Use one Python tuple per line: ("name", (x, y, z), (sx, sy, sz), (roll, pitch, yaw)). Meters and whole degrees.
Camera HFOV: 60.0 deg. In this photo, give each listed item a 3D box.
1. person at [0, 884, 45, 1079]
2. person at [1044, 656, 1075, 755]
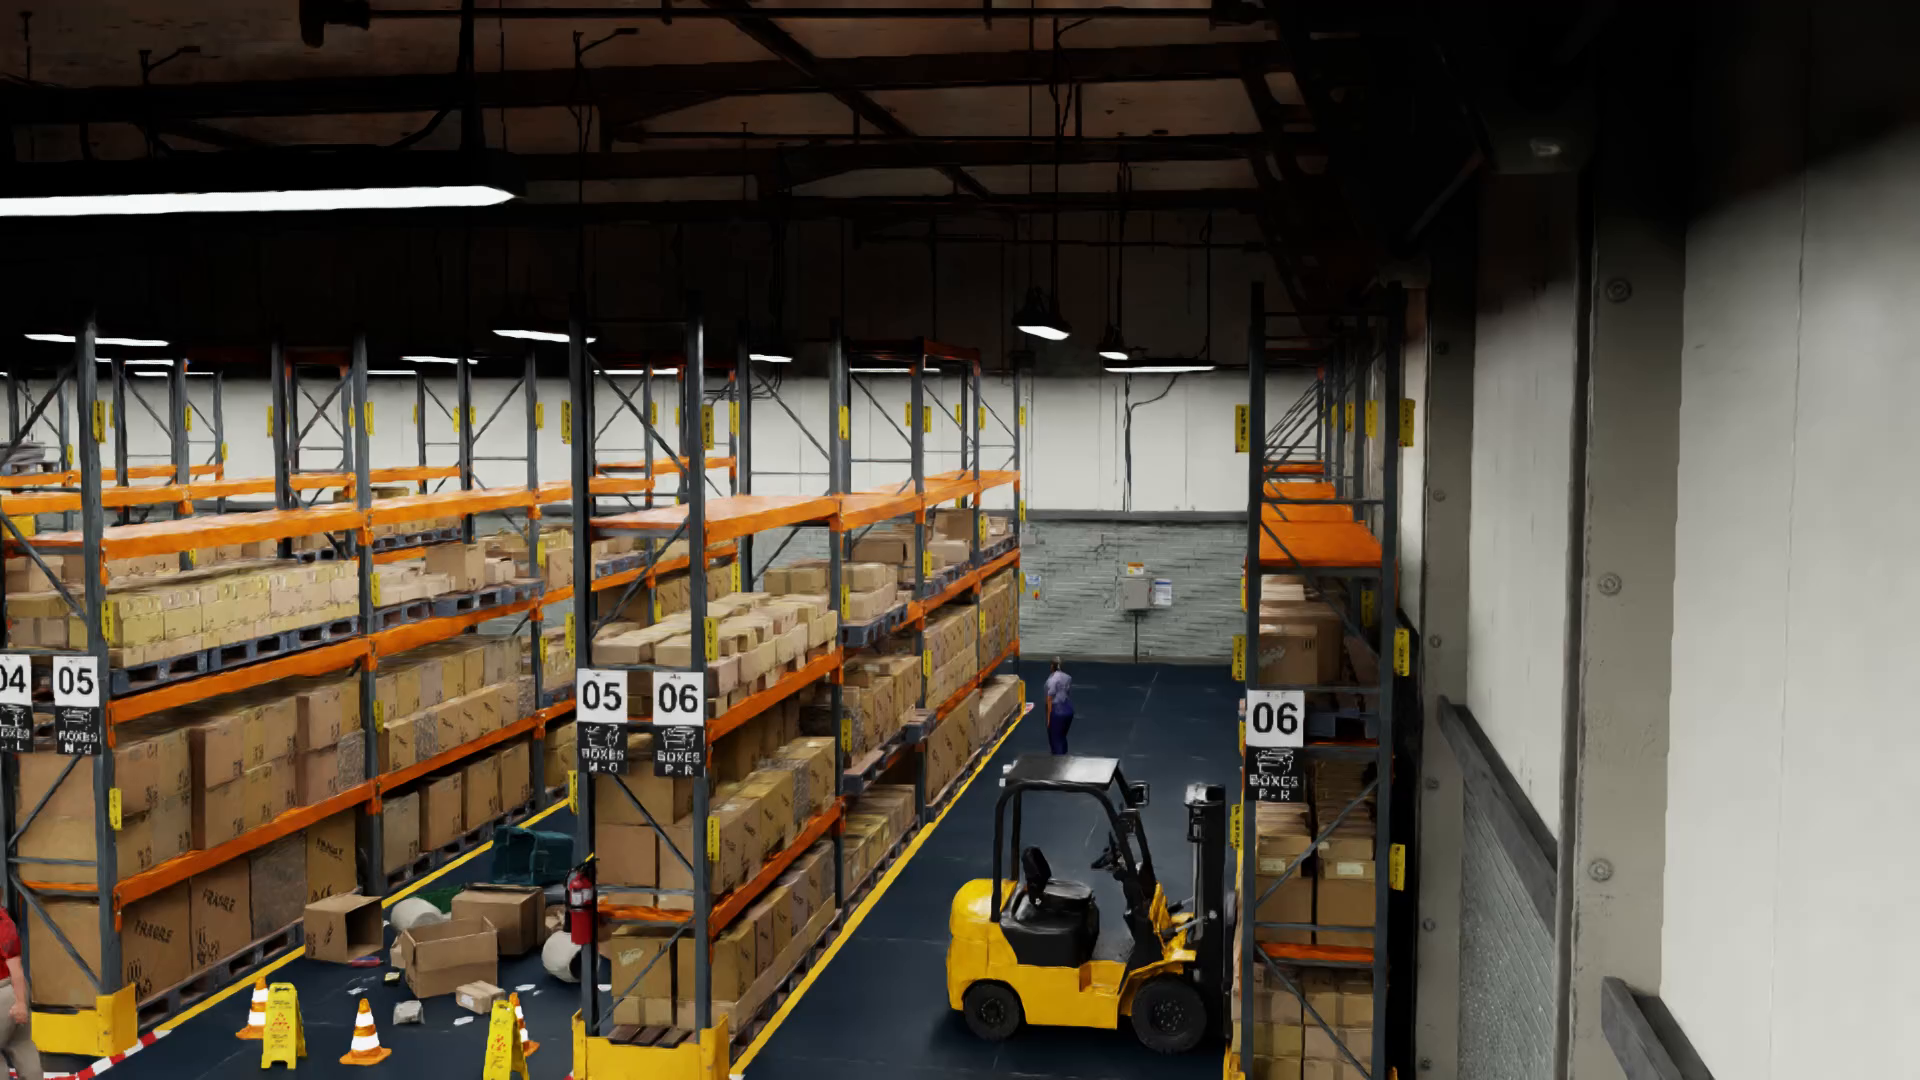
("person", (-6.907, 3.350, 12.064), (0.473, 1.759, 0.653), (-2, 5, -26))
("person", (1.334, 2.456, 23.379), (0.464, 1.652, 0.523), (4, 6, 40))
